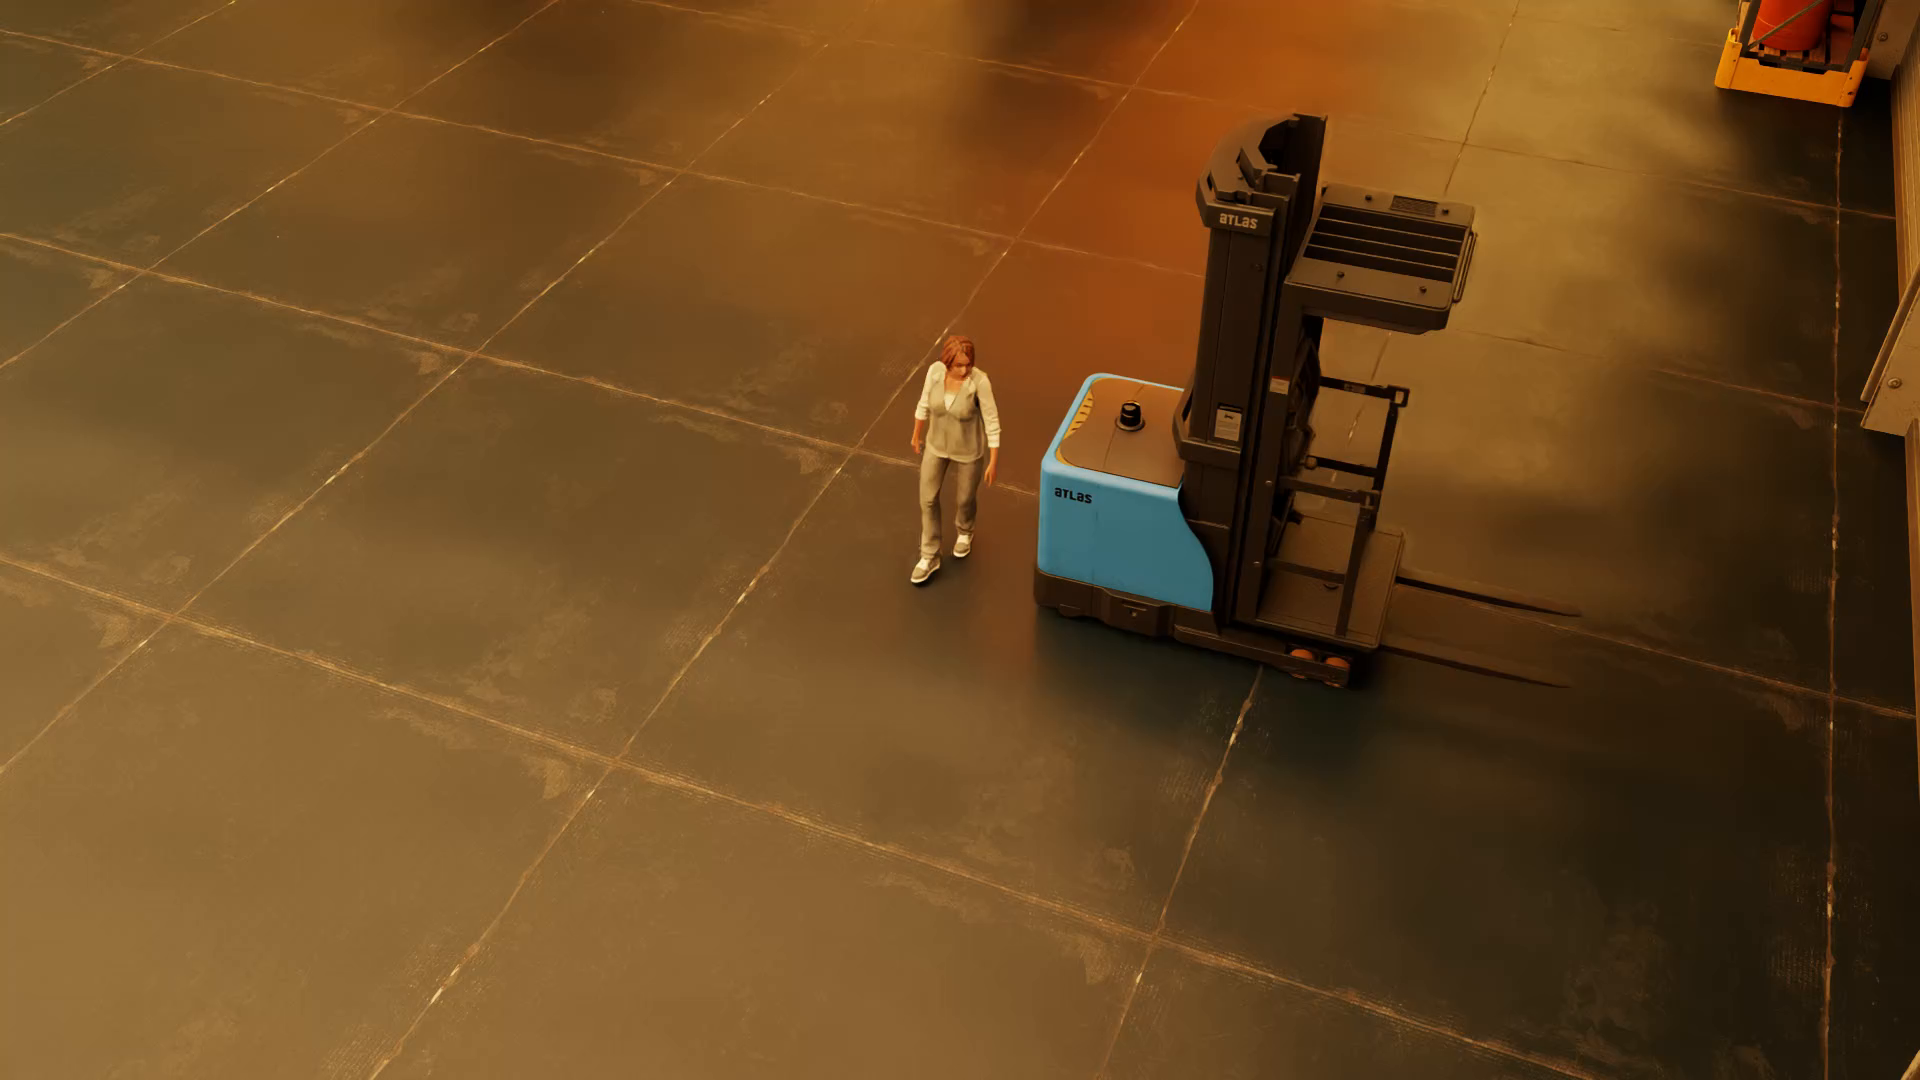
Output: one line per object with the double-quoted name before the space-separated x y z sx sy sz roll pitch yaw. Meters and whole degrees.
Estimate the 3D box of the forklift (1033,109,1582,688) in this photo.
"forklift" 2.005 -0.690 8.831 3.031 2.935 1.130 13 42 15

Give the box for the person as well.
"person" -0.043 -0.476 9.635 0.573 1.576 0.621 11 41 12
